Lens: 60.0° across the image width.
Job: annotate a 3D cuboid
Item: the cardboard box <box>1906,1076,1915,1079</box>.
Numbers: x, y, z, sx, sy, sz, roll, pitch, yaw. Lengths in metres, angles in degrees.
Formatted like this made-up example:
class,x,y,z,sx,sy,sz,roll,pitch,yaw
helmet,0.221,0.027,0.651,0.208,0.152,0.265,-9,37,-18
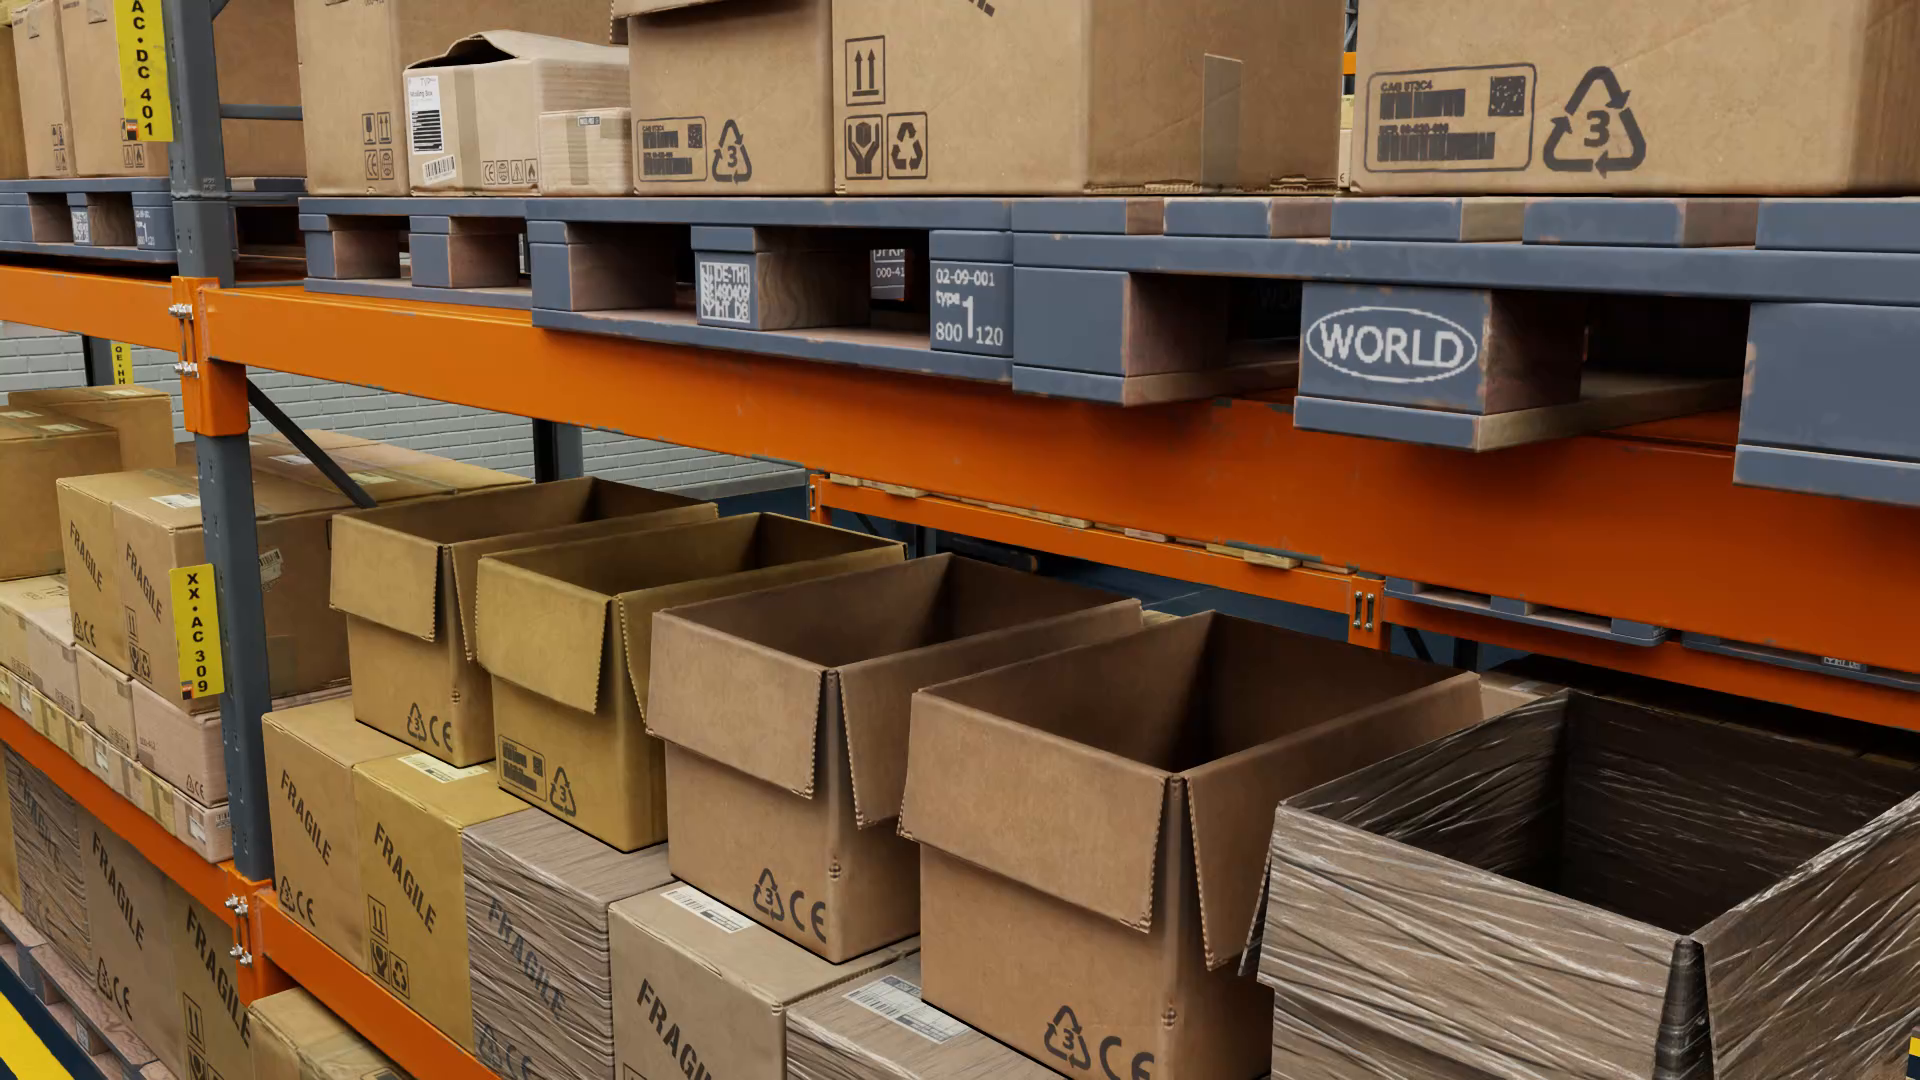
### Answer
class,x,y,z,sx,sy,sz,roll,pitch,yaw
cardboard box,1.166,1.035,2.207,0.500,0.500,0.500,-10,15,-41

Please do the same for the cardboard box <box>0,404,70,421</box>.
class,x,y,z,sx,sy,sz,roll,pitch,yaw
cardboard box,-3.738,-0.234,6.388,0.500,0.500,0.500,11,16,44

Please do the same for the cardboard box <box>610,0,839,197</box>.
class,x,y,z,sx,sy,sz,roll,pitch,yaw
cardboard box,-0.121,-0.828,2.766,0.797,0.503,0.637,-11,16,-43

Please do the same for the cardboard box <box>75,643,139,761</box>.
class,x,y,z,sx,sy,sz,roll,pitch,yaw
cardboard box,-2.311,0.434,5.007,0.500,0.250,0.500,-10,15,-41

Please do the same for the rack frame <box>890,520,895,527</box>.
class,x,y,z,sx,sy,sz,roll,pitch,yaw
rack frame,-0.558,-0.723,15.445,0.240,1.200,0.015,-10,15,-39

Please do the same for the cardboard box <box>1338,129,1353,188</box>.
class,x,y,z,sx,sy,sz,roll,pitch,yaw
cardboard box,1.697,-1.740,7.622,0.500,0.250,0.500,11,16,42

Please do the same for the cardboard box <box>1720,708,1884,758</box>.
class,x,y,z,sx,sy,sz,roll,pitch,yaw
cardboard box,3.238,0.881,6.497,0.500,0.250,0.500,-10,15,-40

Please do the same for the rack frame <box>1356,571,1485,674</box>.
class,x,y,z,sx,sy,sz,roll,pitch,yaw
rack frame,2.200,-0.067,7.805,1.000,3.000,0.127,-11,16,-43

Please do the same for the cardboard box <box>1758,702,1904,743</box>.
class,x,y,z,sx,sy,sz,roll,pitch,yaw
cardboard box,3.618,0.809,6.845,0.500,0.250,0.500,11,16,43

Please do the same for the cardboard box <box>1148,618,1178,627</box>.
class,x,y,z,sx,sy,sz,roll,pitch,yaw
cardboard box,1.193,0.562,9.298,0.250,0.149,0.380,11,16,43

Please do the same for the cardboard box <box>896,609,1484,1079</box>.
class,x,y,z,sx,sy,sz,roll,pitch,yaw
cardboard box,0.364,0.448,2.570,0.797,0.503,0.637,-10,16,-41

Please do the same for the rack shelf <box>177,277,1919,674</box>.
class,x,y,z,sx,sy,sz,roll,pitch,yaw
rack shelf,-0.076,-0.216,2.875,1.077,0.370,4.000,-11,16,-43

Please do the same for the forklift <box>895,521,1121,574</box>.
class,x,y,z,sx,sy,sz,roll,pitch,yaw
forklift,0.758,-1.262,13.772,1.130,2.935,3.031,-10,15,-39

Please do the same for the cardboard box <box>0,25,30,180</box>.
class,x,y,z,sx,sy,sz,roll,pitch,yaw
cardboard box,-3.128,-1.512,5.845,0.500,0.500,0.700,10,16,41

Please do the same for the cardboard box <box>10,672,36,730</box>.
class,x,y,z,sx,sy,sz,roll,pitch,yaw
cardboard box,-2.967,0.508,5.633,0.380,0.149,0.250,-11,16,-42

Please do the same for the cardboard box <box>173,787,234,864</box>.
class,x,y,z,sx,sy,sz,roll,pitch,yaw
cardboard box,-1.905,0.733,4.542,0.380,0.149,0.250,-11,16,-42

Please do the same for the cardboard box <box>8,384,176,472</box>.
class,x,y,z,sx,sy,sz,roll,pitch,yaw
cardboard box,-3.693,-0.380,7.098,0.500,0.500,0.500,-11,16,-42

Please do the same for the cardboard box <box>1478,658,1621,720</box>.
class,x,y,z,sx,sy,sz,roll,pitch,yaw
cardboard box,2.519,0.729,7.237,0.500,0.250,0.500,11,16,43

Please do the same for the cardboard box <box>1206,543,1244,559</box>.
class,x,y,z,sx,sy,sz,roll,pitch,yaw
cardboard box,1.435,-0.023,8.213,0.380,0.149,0.250,-10,15,-40

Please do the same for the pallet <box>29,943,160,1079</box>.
class,x,y,z,sx,sy,sz,roll,pitch,yaw
pallet,-2.772,1.675,6.259,1.003,0.211,1.213,-11,16,-43

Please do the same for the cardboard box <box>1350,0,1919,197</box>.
class,x,y,z,sx,sy,sz,roll,pitch,yaw
cardboard box,0.832,-0.612,1.716,0.797,0.503,0.637,-10,15,-39

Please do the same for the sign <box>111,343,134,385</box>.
class,x,y,z,sx,sy,sz,roll,pitch,yaw
sign,-3.817,-0.731,7.572,0.100,0.325,0.005,-11,16,-43

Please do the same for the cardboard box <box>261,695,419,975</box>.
class,x,y,z,sx,sy,sz,roll,pitch,yaw
cardboard box,-1.320,0.662,4.017,0.500,0.500,0.500,-11,16,-42

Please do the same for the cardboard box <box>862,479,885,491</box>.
class,x,y,z,sx,sy,sz,roll,pitch,yaw
cardboard box,-0.370,-0.404,10.061,0.380,0.149,0.250,-10,15,-41

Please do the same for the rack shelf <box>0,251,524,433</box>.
class,x,y,z,sx,sy,sz,roll,pitch,yaw
rack shelf,-2.838,-0.800,5.709,1.077,0.370,4.000,-11,16,-43

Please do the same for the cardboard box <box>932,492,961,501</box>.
class,x,y,z,sx,sy,sz,roll,pitch,yaw
cardboard box,0.055,-0.338,9.743,0.380,0.149,0.250,-10,15,-40

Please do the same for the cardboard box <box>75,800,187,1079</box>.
class,x,y,z,sx,sy,sz,roll,pitch,yaw
cardboard box,-2.477,1.205,5.853,0.875,0.875,0.875,-11,16,-43

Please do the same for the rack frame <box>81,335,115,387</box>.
class,x,y,z,sx,sy,sz,roll,pitch,yaw
rack frame,-4.220,0.025,7.356,1.000,3.000,0.127,-11,16,-43

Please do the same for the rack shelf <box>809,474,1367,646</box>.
class,x,y,z,sx,sy,sz,roll,pitch,yaw
rack shelf,0.819,-0.007,9.295,1.077,0.370,4.000,-11,16,-43

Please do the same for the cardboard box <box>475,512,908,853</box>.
class,x,y,z,sx,sy,sz,roll,pitch,yaw
cardboard box,-0.545,0.263,3.470,0.797,0.503,0.637,-11,16,-42

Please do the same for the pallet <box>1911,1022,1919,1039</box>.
class,x,y,z,sx,sy,sz,roll,pitch,yaw
pallet,3.585,1.590,6.672,1.003,0.211,1.213,-11,16,-43

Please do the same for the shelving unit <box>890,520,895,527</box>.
class,x,y,z,sx,sy,sz,roll,pitch,yaw
shelving unit,-0.401,-0.685,15.263,0.258,1.200,0.503,-10,15,-39

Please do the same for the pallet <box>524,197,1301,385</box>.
class,x,y,z,sx,sy,sz,roll,pitch,yaw
pallet,0.048,-0.433,2.615,1.003,0.211,1.213,-10,15,-40

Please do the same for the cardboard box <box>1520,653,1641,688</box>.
class,x,y,z,sx,sy,sz,roll,pitch,yaw
cardboard box,2.897,0.657,7.583,0.500,0.250,0.500,11,16,44

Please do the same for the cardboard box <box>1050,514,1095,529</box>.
class,x,y,z,sx,sy,sz,roll,pitch,yaw
cardboard box,0.702,-0.172,8.933,0.380,0.149,0.250,-10,16,-41

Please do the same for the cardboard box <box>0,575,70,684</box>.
class,x,y,z,sx,sy,sz,roll,pitch,yaw
cardboard box,-3.011,0.285,5.730,0.500,0.250,0.500,-11,16,-44

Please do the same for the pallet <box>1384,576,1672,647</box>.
class,x,y,z,sx,sy,sz,roll,pitch,yaw
pallet,2.622,0.158,7.185,1.003,0.211,1.213,-11,16,-43

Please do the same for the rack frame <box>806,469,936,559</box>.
class,x,y,z,sx,sy,sz,roll,pitch,yaw
rack frame,-0.562,-0.651,10.639,1.000,3.000,0.127,-11,16,-43

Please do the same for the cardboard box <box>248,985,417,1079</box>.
class,x,y,z,sx,sy,sz,roll,pitch,yaw
cardboard box,-1.001,1.535,4.254,1.225,0.875,0.875,-11,16,-42

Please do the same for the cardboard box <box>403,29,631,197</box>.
class,x,y,z,sx,sy,sz,roll,pitch,yaw
cardboard box,-0.765,-0.850,3.348,0.500,0.311,0.500,11,16,43

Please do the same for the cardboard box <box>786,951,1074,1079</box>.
class,x,y,z,sx,sy,sz,roll,pitch,yaw
cardboard box,0.084,0.957,2.583,0.500,0.500,0.500,11,16,43

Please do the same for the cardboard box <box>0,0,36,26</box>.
class,x,y,z,sx,sy,sz,roll,pitch,yaw
cardboard box,-2.832,-1.819,5.477,0.500,0.250,0.500,11,16,43

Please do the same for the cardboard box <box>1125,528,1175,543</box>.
class,x,y,z,sx,sy,sz,roll,pitch,yaw
cardboard box,1.066,-0.100,8.585,0.250,0.149,0.380,11,16,43

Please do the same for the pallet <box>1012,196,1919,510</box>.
class,x,y,z,sx,sy,sz,roll,pitch,yaw
pallet,0.822,-0.270,1.825,1.213,0.211,1.003,-10,15,-40

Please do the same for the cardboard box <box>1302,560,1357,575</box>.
class,x,y,z,sx,sy,sz,roll,pitch,yaw
cardboard box,1.833,0.047,7.875,0.380,0.149,0.250,-11,16,-43

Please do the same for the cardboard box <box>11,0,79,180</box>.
class,x,y,z,sx,sy,sz,roll,pitch,yaw
cardboard box,-2.409,-1.349,5.055,0.700,0.500,0.500,-10,15,-40

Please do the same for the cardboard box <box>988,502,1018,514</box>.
class,x,y,z,sx,sy,sz,roll,pitch,yaw
cardboard box,0.375,-0.255,9.340,0.380,0.149,0.250,-11,16,-44

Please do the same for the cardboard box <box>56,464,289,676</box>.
class,x,y,z,sx,sy,sz,roll,pitch,yaw
cardboard box,-2.311,0.066,4.934,0.500,0.500,0.500,-11,16,-42

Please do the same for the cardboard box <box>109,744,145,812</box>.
class,x,y,z,sx,sy,sz,roll,pitch,yaw
cardboard box,-2.260,0.658,4.906,0.380,0.149,0.250,-11,16,-44

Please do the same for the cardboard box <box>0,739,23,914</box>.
class,x,y,z,sx,sy,sz,roll,pitch,yaw
cardboard box,-3.720,0.942,7.128,0.875,0.875,0.875,-11,16,-43

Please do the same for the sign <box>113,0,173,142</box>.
class,x,y,z,sx,sy,sz,roll,pitch,yaw
sign,-1.858,-1.075,3.783,0.100,0.325,0.005,-11,16,-43

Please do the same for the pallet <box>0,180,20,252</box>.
class,x,y,z,sx,sy,sz,roll,pitch,yaw
pallet,-2.853,-1.116,5.679,1.003,0.211,1.213,-11,16,-43

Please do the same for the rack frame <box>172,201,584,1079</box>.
class,x,y,z,sx,sy,sz,roll,pitch,yaw
rack frame,-1.457,0.609,4.522,1.000,3.000,0.127,-11,16,-43

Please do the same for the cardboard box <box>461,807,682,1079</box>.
class,x,y,z,sx,sy,sz,roll,pitch,yaw
cardboard box,-0.627,0.808,3.307,0.500,0.500,0.500,11,16,44

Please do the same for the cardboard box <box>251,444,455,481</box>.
class,x,y,z,sx,sy,sz,roll,pitch,yaw
cardboard box,-1.938,-0.009,5.298,0.500,0.500,0.500,-11,16,-43

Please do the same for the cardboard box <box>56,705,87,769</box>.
class,x,y,z,sx,sy,sz,roll,pitch,yaw
cardboard box,-2.616,0.583,5.271,0.380,0.149,0.250,-11,16,-42
